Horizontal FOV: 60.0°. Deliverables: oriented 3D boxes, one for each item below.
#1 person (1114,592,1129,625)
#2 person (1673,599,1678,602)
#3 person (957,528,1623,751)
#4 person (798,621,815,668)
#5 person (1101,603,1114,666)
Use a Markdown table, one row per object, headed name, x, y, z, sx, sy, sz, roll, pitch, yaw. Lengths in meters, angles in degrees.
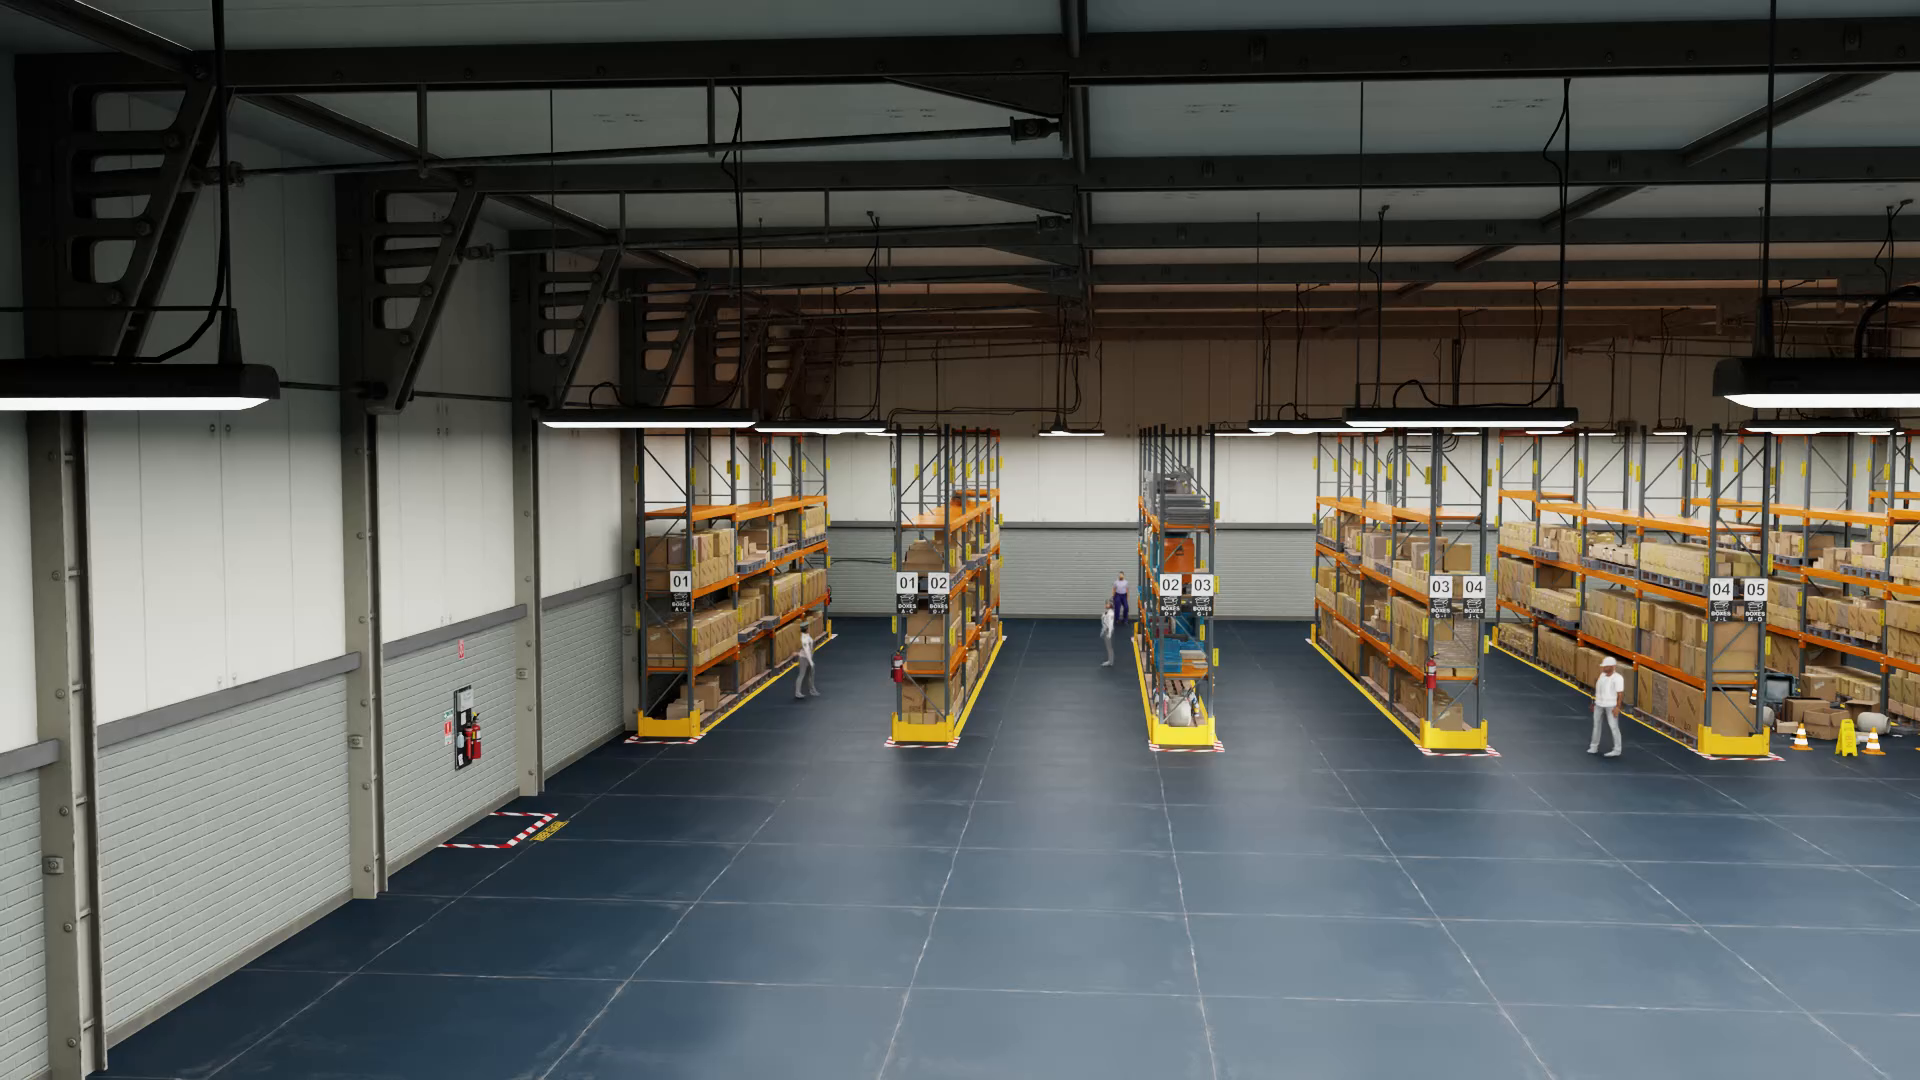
| name | x | y | z | sx | sy | sz | roll | pitch | yaw |
| --- | --- | --- | --- | --- | --- | --- | --- | --- | --- |
| person | 4.995 | 2.136 | 51.256 | 0.477 | 1.093 | 0.348 | -1 | 4 | -17 |
| person | 21.178 | 2.155 | 49.019 | 0.498 | 0.969 | 0.430 | -1 | 4 | -13 |
| person | 5.659 | 1.778 | 33.377 | 6.173 | 3.682 | 13.164 | -3 | 4 | -37 |
| person | 8.954 | 1.935 | 42.967 | 22.731 | 1.019 | 16.578 | 1 | 4 | 9 |
| person | 3.722 | 2.353 | 41.923 | 0.318 | 1.637 | 0.520 | 0 | 3 | -3 |
